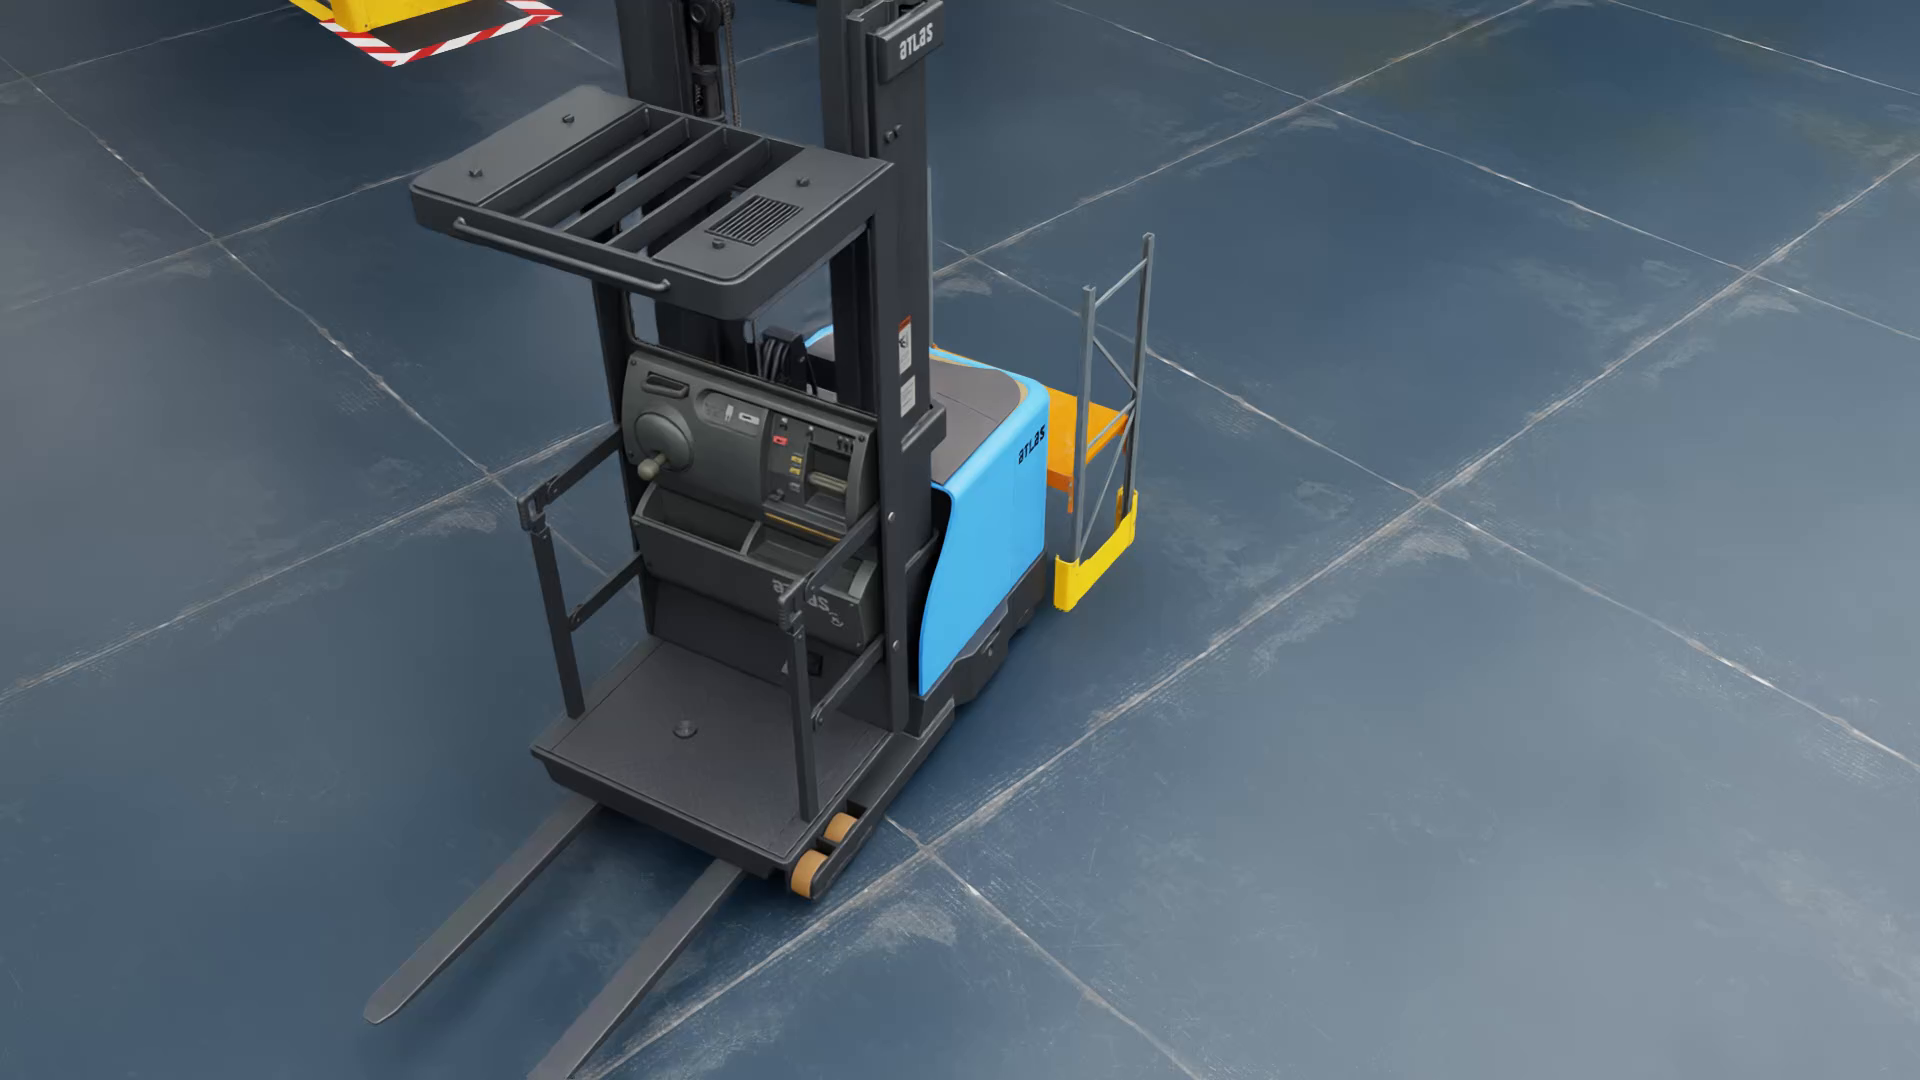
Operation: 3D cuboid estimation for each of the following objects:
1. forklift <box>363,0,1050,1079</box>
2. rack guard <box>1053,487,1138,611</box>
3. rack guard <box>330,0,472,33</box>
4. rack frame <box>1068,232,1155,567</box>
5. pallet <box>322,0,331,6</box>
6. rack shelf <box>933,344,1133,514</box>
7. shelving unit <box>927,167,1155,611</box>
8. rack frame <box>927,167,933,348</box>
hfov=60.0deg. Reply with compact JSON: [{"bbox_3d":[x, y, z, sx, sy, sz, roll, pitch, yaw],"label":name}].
[{"bbox_3d":[-0.803,-0.236,5.210,1.130,2.935,3.031,19,43,22],"label":"forklift"},{"bbox_3d":[0.574,0.033,7.011,0.087,0.250,0.587,22,44,25],"label":"rack guard"},{"bbox_3d":[-3.918,-4.054,11.872,1.175,0.500,0.348,-30,48,-32],"label":"rack guard"},{"bbox_3d":[0.590,-0.447,6.610,0.032,1.500,0.500,22,44,25],"label":"rack frame"},{"bbox_3d":[-4.441,-4.333,12.447,1.003,0.211,1.213,-30,48,-32],"label":"pallet"},{"bbox_3d":[0.163,-0.480,6.937,1.000,0.185,0.538,22,44,25],"label":"rack shelf"},{"bbox_3d":[0.156,-0.623,6.828,1.083,1.500,0.587,22,44,25],"label":"shelving unit"},{"bbox_3d":[-0.264,-0.794,7.039,0.032,1.500,0.500,22,44,25],"label":"rack frame"}]
